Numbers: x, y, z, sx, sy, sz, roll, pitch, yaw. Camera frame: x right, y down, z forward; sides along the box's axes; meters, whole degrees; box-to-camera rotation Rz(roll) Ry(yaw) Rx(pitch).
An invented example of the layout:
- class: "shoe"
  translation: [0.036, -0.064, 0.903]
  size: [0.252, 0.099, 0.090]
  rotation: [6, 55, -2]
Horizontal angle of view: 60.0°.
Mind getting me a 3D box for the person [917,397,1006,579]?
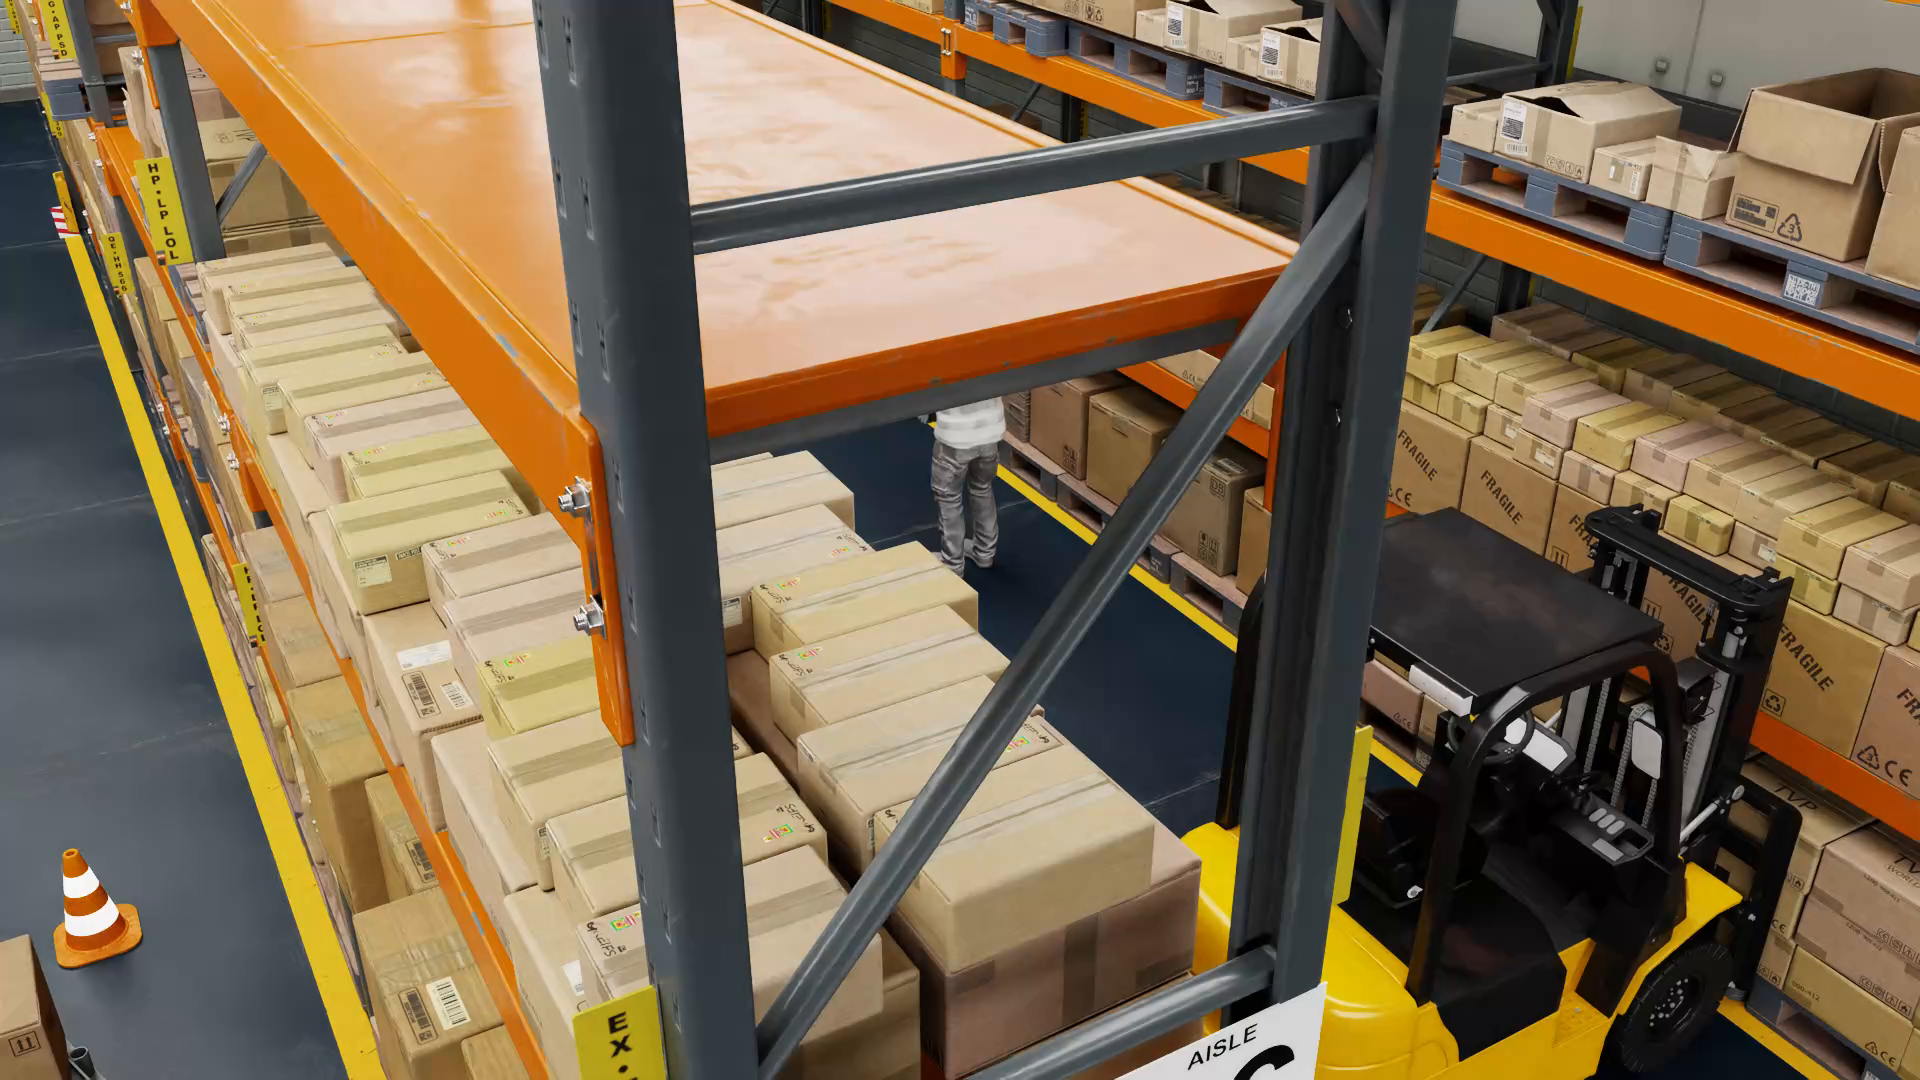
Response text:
- class: "person"
  translation: [-0.007, -0.637, 9.714]
  size: [0.487, 1.778, 0.575]
  rotation: [-16, 32, -26]
